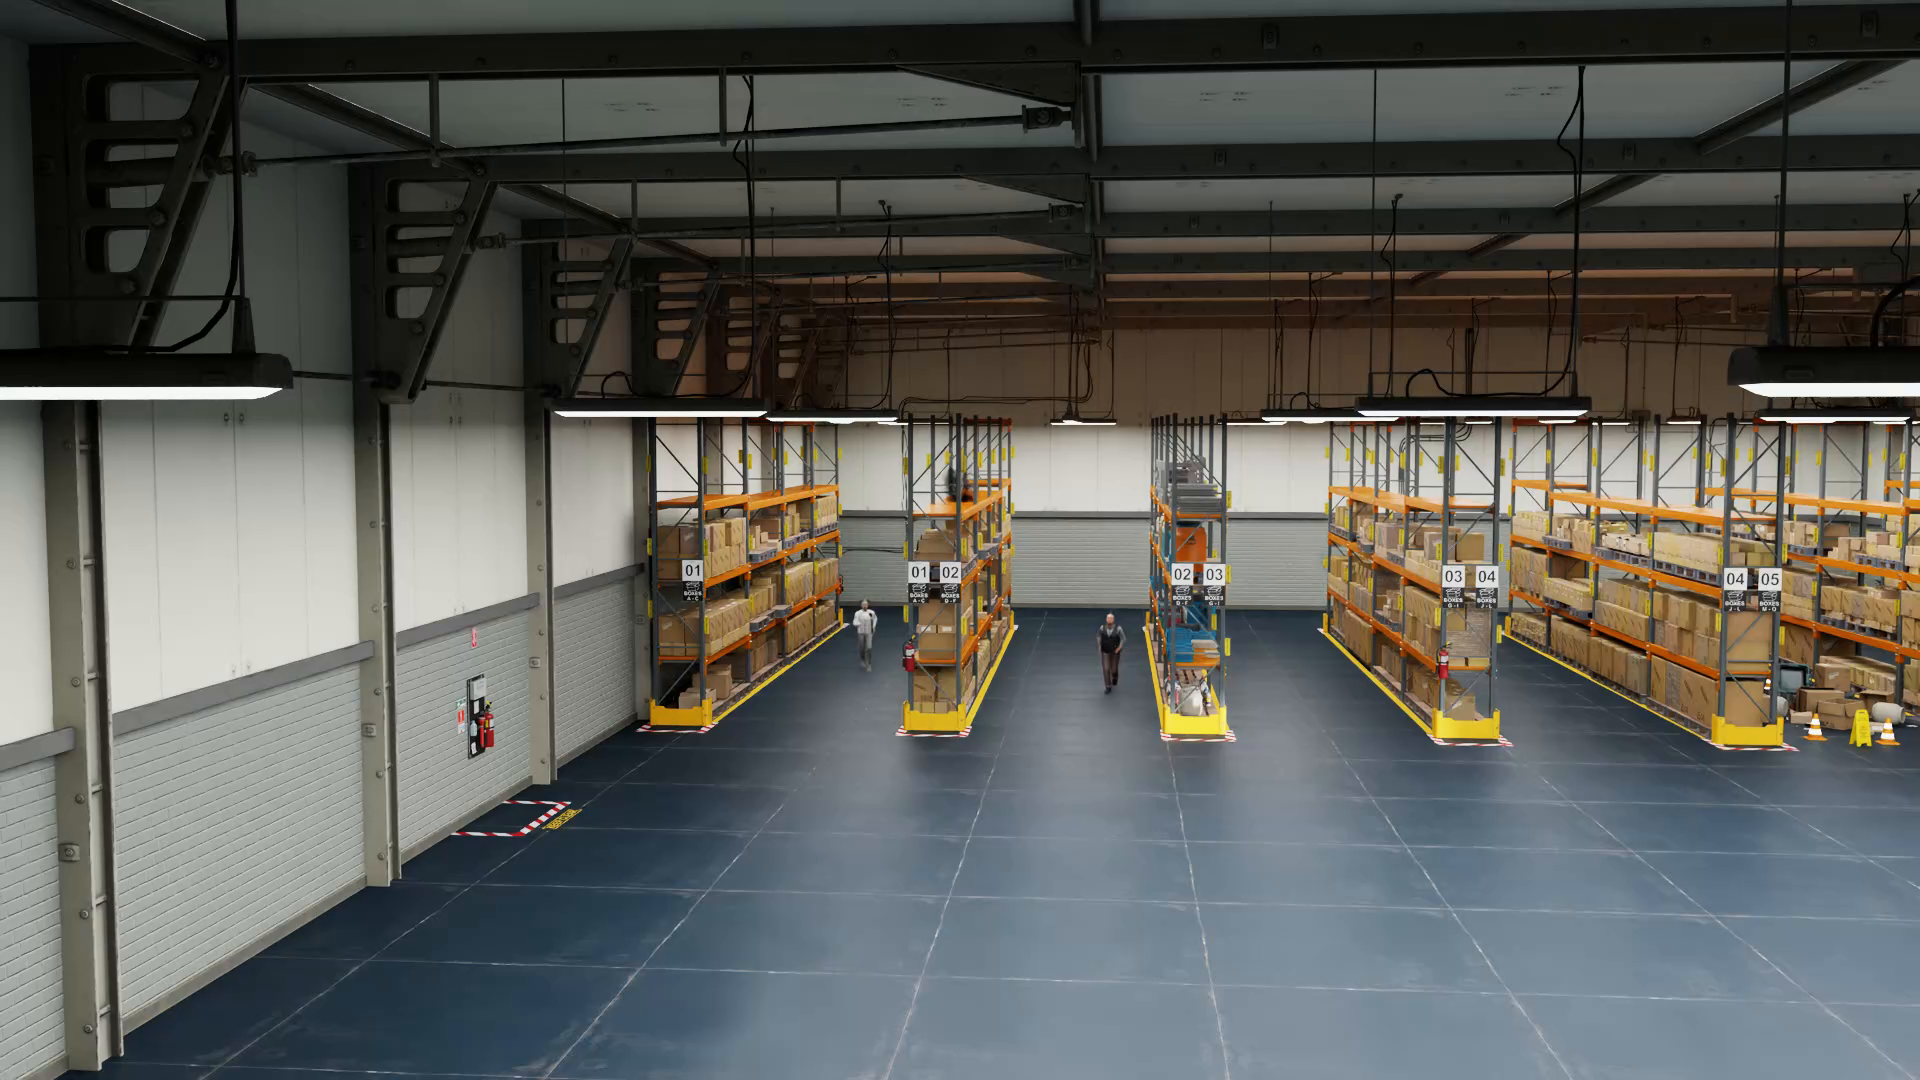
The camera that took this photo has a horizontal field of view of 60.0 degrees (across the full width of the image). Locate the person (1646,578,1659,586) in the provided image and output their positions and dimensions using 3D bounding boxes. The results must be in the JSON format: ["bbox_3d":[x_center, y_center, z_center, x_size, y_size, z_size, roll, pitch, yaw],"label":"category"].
[{"bbox_3d":[19.619,1.637,47.088,0.897,1.789,0.647,1,4,12],"label":"person"}]

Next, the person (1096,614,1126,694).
[{"bbox_3d":[3.278,2.453,36.151,0.678,1.707,0.796,1,4,10],"label":"person"}]

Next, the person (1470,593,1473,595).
[{"bbox_3d":[14.066,1.791,46.659,0.676,1.654,0.745,-3,5,-37],"label":"person"}]

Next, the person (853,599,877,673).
[{"bbox_3d":[-2.242,2.238,39.269,0.557,1.737,0.816,0,4,-2],"label":"person"}]
